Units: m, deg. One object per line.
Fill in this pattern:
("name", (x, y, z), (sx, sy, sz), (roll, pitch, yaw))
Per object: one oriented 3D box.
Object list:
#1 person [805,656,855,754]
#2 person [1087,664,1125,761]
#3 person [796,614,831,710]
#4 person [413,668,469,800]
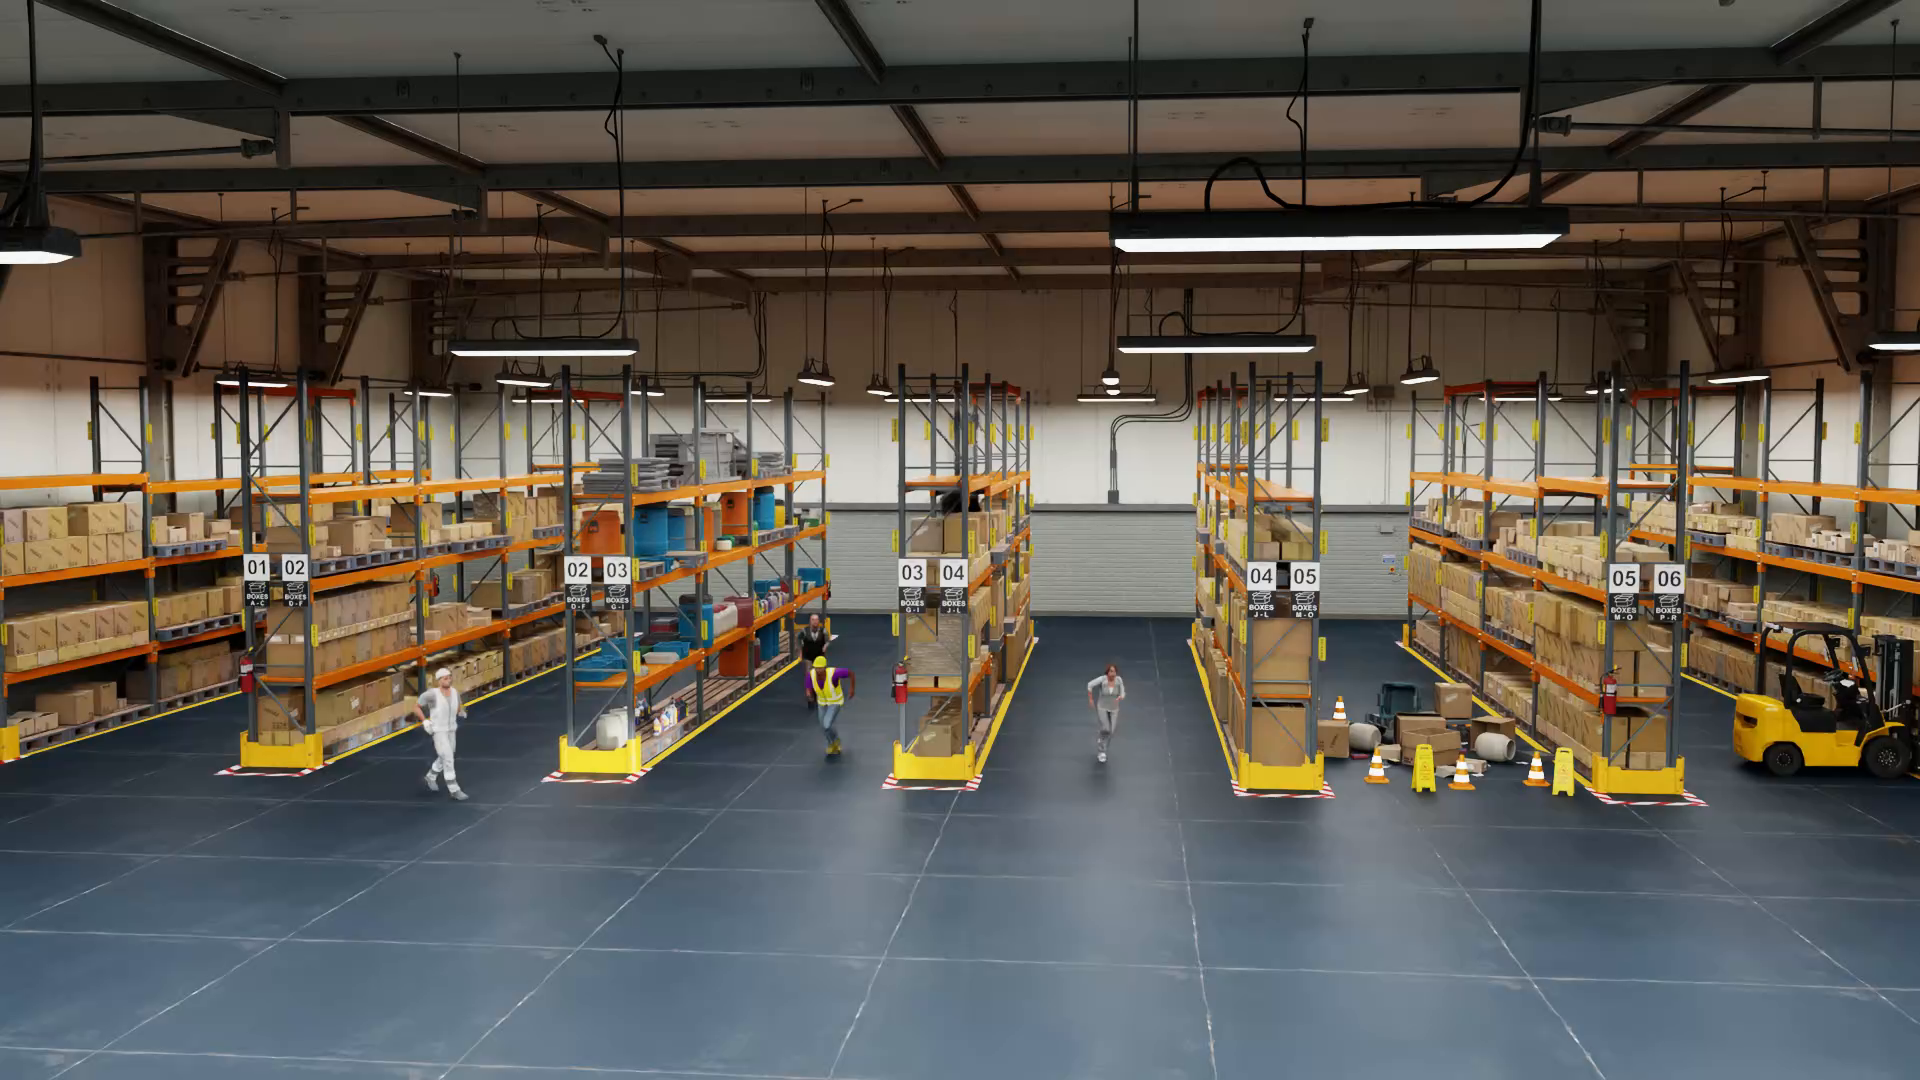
("person", (-2.002, 2.548, 25.607), (0.744, 1.592, 0.897), (1, 4, 21))
("person", (2.249, 2.625, 25.314), (0.525, 1.526, 0.659), (-1, 4, -13))
("person", (-2.661, 2.224, 30.331), (0.595, 1.772, 0.874), (-1, 4, -17))
("person", (-7.104, 2.635, 22.799), (0.903, 1.786, 0.663), (3, 4, 35))
